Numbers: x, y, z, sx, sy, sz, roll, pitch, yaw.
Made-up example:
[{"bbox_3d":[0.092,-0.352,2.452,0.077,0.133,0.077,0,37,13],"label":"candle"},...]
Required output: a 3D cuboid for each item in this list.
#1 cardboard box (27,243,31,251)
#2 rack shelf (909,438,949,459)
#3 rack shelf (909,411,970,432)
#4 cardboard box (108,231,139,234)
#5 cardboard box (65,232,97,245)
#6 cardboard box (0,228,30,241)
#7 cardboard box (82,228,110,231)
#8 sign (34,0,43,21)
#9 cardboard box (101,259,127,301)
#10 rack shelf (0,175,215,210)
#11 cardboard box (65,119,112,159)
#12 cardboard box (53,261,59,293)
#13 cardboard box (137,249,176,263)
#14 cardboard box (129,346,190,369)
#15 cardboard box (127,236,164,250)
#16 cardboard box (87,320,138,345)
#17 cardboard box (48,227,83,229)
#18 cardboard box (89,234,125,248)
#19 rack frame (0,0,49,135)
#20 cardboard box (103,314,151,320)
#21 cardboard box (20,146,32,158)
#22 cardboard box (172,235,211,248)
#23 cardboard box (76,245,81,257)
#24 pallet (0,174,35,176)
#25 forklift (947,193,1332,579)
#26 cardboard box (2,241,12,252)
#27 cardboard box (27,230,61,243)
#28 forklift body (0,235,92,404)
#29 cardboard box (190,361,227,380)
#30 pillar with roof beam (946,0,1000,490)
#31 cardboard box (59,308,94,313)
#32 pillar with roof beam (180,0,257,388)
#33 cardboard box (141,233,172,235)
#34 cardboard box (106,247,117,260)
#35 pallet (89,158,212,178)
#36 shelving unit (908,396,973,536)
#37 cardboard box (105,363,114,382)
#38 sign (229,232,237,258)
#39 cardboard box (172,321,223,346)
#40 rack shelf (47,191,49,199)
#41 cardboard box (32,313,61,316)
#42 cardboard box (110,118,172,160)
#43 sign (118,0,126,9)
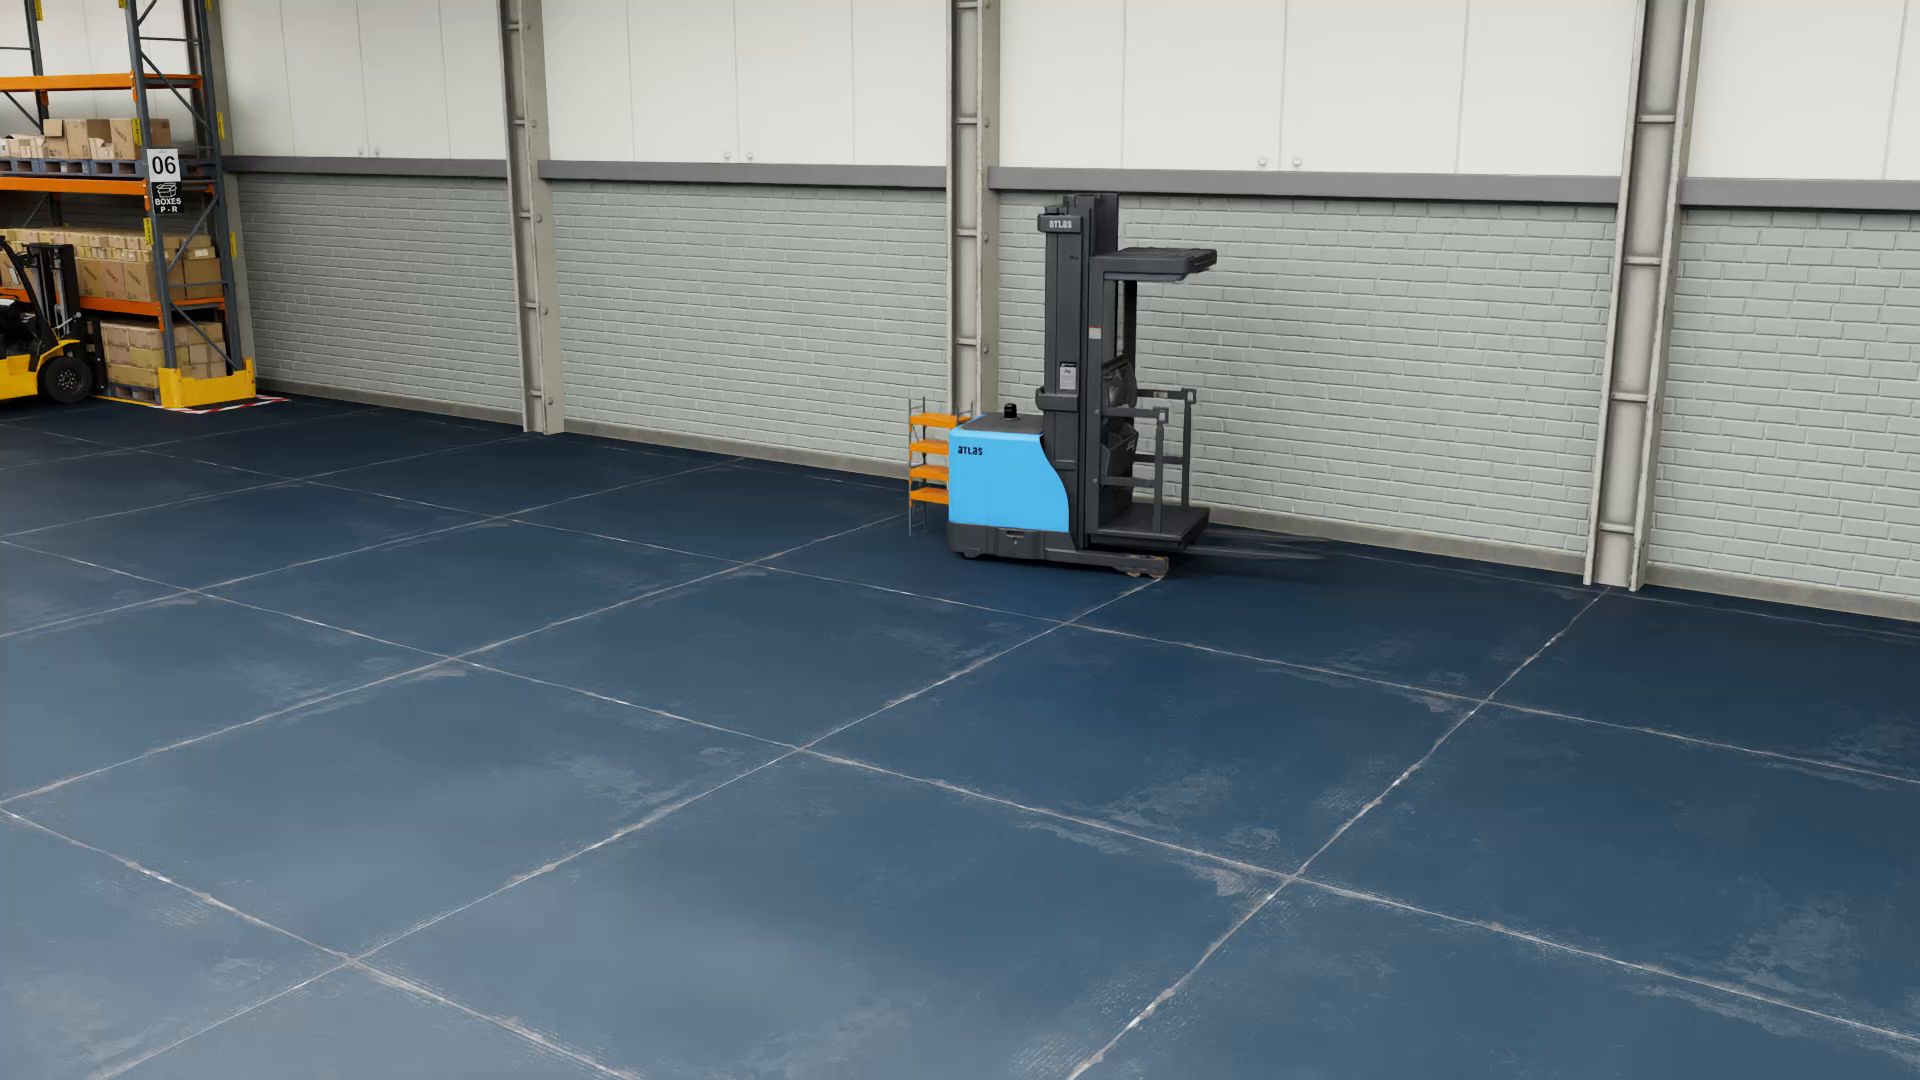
[{"bbox_3d":[-12.353,-3.953,22.492,0.250,0.149,0.380,10,17,34],"label":"cardboard box"},{"bbox_3d":[-0.164,-0.758,14.239,0.480,0.148,0.258,9,16,32],"label":"rack shelf"},{"bbox_3d":[-0.164,-0.988,14.182,0.480,0.148,0.258,9,16,32],"label":"rack shelf"},{"bbox_3d":[-11.189,-4.069,22.339,0.250,0.149,0.380,9,17,33],"label":"cardboard box"},{"bbox_3d":[-11.652,-4.016,22.125,0.250,0.149,0.380,9,17,33],"label":"cardboard box"},{"bbox_3d":[-12.982,-4.202,22.880,0.250,0.149,0.380,10,17,34],"label":"cardboard box"},{"bbox_3d":[-11.789,-4.187,22.818,0.250,0.149,0.380,9,16,32],"label":"cardboard box"},{"bbox_3d":[-12.751,-7.346,22.999,0.005,0.325,0.100,9,17,33],"label":"sign"},{"bbox_3d":[-10.742,-3.394,21.582,0.500,0.500,0.500,10,17,35],"label":"cardboard box"},{"bbox_3d":[-11.422,-4.635,22.060,4.000,0.370,1.077,9,17,33],"label":"rack shelf"},{"bbox_3d":[-11.060,-5.185,21.494,0.500,0.500,0.700,9,17,33],"label":"cardboard box"},{"bbox_3d":[-11.997,-3.599,22.412,0.500,0.500,0.500,9,17,32],"label":"cardboard box"},{"bbox_3d":[-10.206,-3.614,21.122,0.250,0.149,0.380,9,17,34],"label":"cardboard box"},{"bbox_3d":[-10.341,-2.375,21.482,0.500,0.250,0.500,9,16,32],"label":"cardboard box"},{"bbox_3d":[-10.399,-3.801,21.257,0.250,0.149,0.380,9,17,33],"label":"cardboard box"},{"bbox_3d":[-11.170,-2.747,21.946,0.500,0.250,0.500,9,17,34],"label":"cardboard box"},{"bbox_3d":[-12.463,-4.280,23.193,0.250,0.149,0.380,9,16,31],"label":"cardboard box"},{"bbox_3d":[-11.074,-3.891,21.624,0.250,0.149,0.380,10,17,34],"label":"cardboard box"},{"bbox_3d":[-13.081,-6.709,22.696,0.127,3.000,1.000,9,17,33],"label":"rack frame"},{"bbox_3d":[-11.302,-2.922,22.653,0.500,0.250,0.500,9,16,32],"label":"cardboard box"},{"bbox_3d":[-12.241,-5.159,22.120,0.250,0.149,0.380,10,17,34],"label":"cardboard box"},{"bbox_3d":[-9.922,-3.855,21.479,0.250,0.149,0.380,9,16,32],"label":"cardboard box"},{"bbox_3d":[-11.441,-3.833,22.006,0.250,0.149,0.380,9,17,32],"label":"cardboard box"},{"bbox_3d":[-13.820,-5.275,23.547,1.217,0.209,0.805,8,16,31],"label":"pallet"},{"bbox_3d":[1.466,-1.261,13.319,3.031,2.935,1.130,5,15,19],"label":"forklift"},{"bbox_3d":[-12.964,-4.065,22.943,0.250,0.149,0.380,9,16,32],"label":"cardboard box"},{"bbox_3d":[-12.342,-4.098,22.458,0.250,0.149,0.380,10,17,34],"label":"cardboard box"},{"bbox_3d":[-12.354,-2.739,20.910,1.214,2.155,2.313,9,17,33],"label":"forklift body"},{"bbox_3d":[-10.061,-2.234,21.954,0.500,0.250,0.500,9,17,33],"label":"cardboard box"},{"bbox_3d":[-2.282,-3.978,11.664,0.400,9.000,9.100,9,17,33],"label":"pillar with roof beam"},{"bbox_3d":[-12.565,-3.124,23.466,0.500,0.250,0.500,10,17,34],"label":"cardboard box"},{"bbox_3d":[-12.240,-5.587,18.165,0.400,9.000,9.100,9,17,33],"label":"pillar with roof beam"},{"bbox_3d":[-10.544,-3.966,21.925,0.250,0.149,0.380,9,17,33],"label":"cardboard box"},{"bbox_3d":[-10.815,-3.725,21.570,0.250,0.149,0.380,9,17,32],"label":"cardboard box"},{"bbox_3d":[-10.334,-4.773,21.304,1.213,0.211,1.003,9,17,33],"label":"pallet"},{"bbox_3d":[-0.164,-0.607,14.276,0.503,1.200,0.258,9,16,32],"label":"shelving unit"},{"bbox_3d":[-11.146,-2.267,22.086,0.500,0.250,0.500,9,17,33],"label":"cardboard box"},{"bbox_3d":[-9.447,-3.829,21.580,0.005,0.325,0.100,9,17,33],"label":"sign"},{"bbox_3d":[-10.055,-2.717,21.823,0.500,0.250,0.500,9,16,32],"label":"cardboard box"},{"bbox_3d":[-14.741,-5.172,24.227,4.000,0.370,1.077,9,17,33],"label":"rack shelf"},{"bbox_3d":[-12.436,-2.953,22.777,0.500,0.250,0.500,9,17,33],"label":"cardboard box"},{"bbox_3d":[-10.265,-5.028,20.859,0.500,0.500,0.500,10,17,35],"label":"cardboard box"},{"bbox_3d":[-10.077,-6.558,19.978,0.005,0.325,0.100,9,17,33],"label":"sign"}]
